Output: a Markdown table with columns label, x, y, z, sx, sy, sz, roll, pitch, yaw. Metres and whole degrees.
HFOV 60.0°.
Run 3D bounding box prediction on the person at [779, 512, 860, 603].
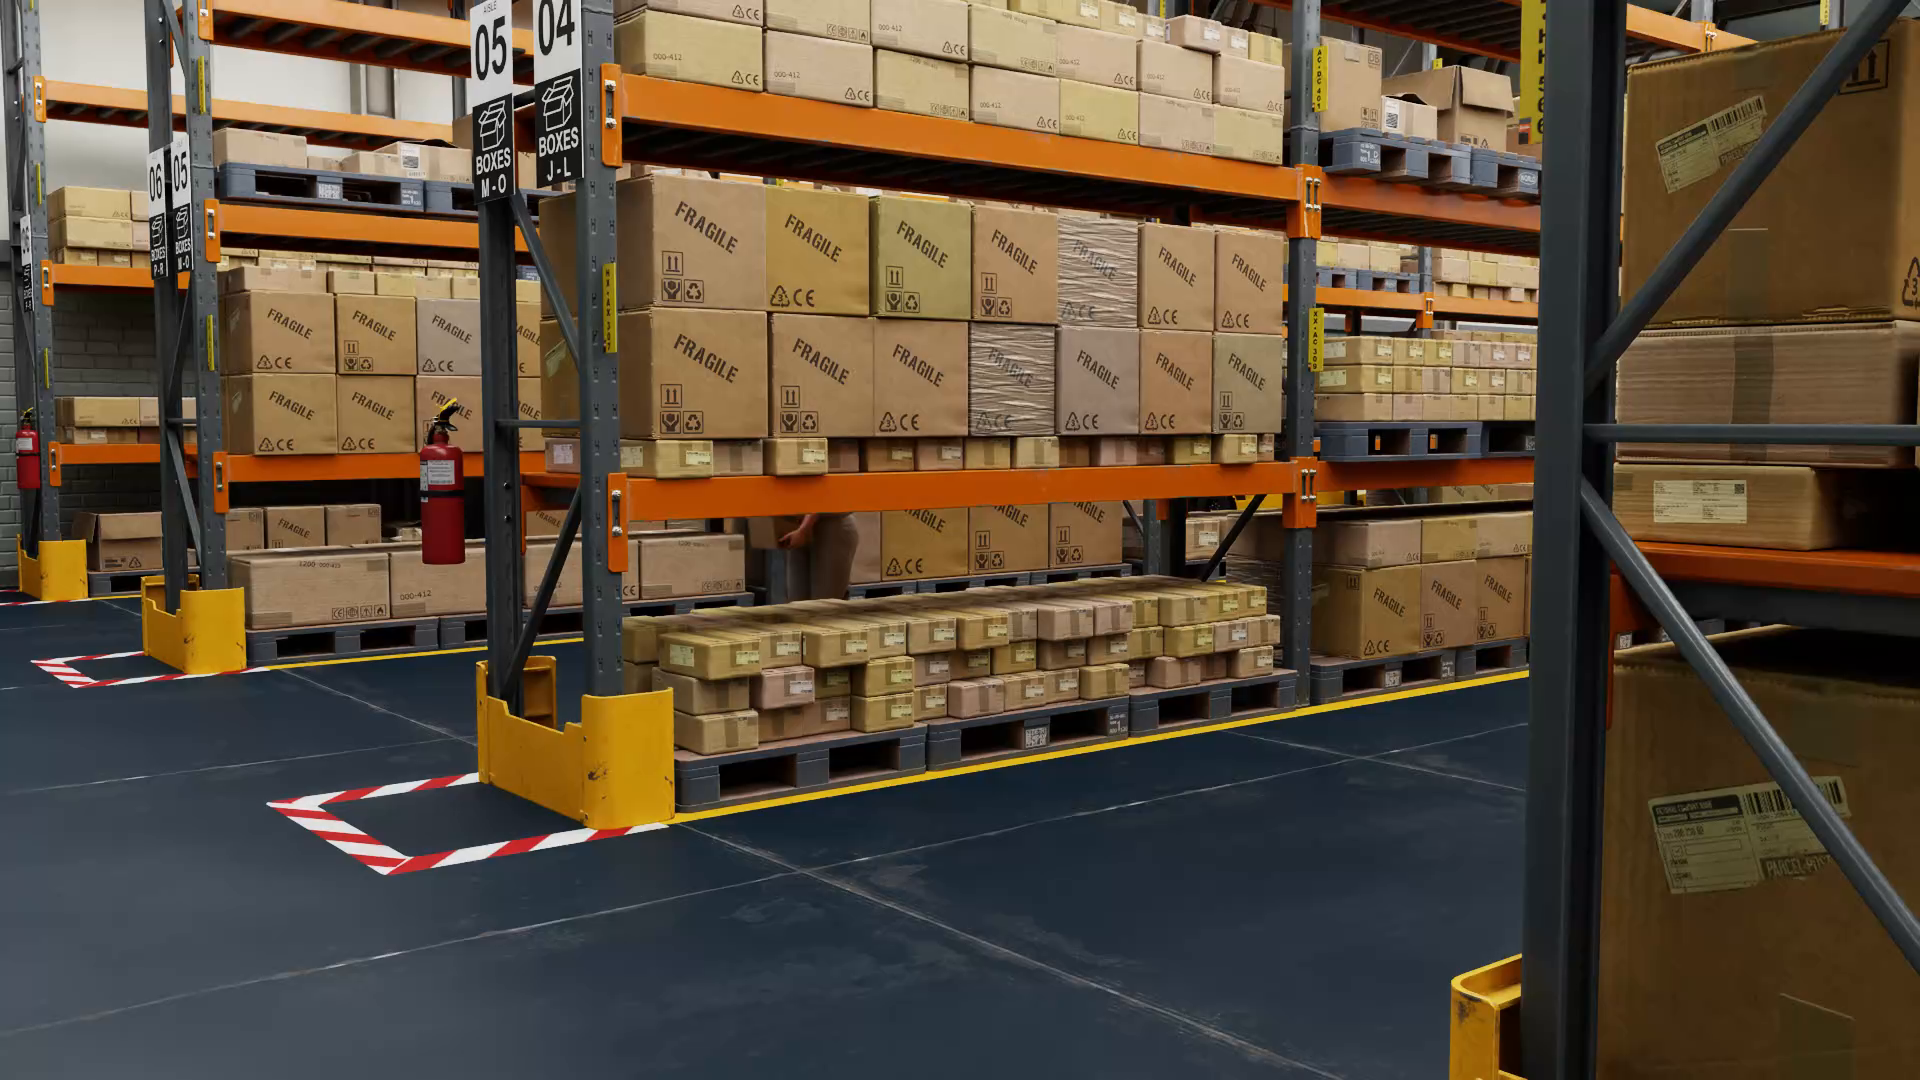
| label | x | y | z | sx | sy | sz | roll | pitch | yaw |
| --- | --- | --- | --- | --- | --- | --- | --- | --- | --- |
| person | -0.828 | 0.001 | 9.150 | 0.553 | 1.726 | 0.489 | -4 | 6 | -40 |
